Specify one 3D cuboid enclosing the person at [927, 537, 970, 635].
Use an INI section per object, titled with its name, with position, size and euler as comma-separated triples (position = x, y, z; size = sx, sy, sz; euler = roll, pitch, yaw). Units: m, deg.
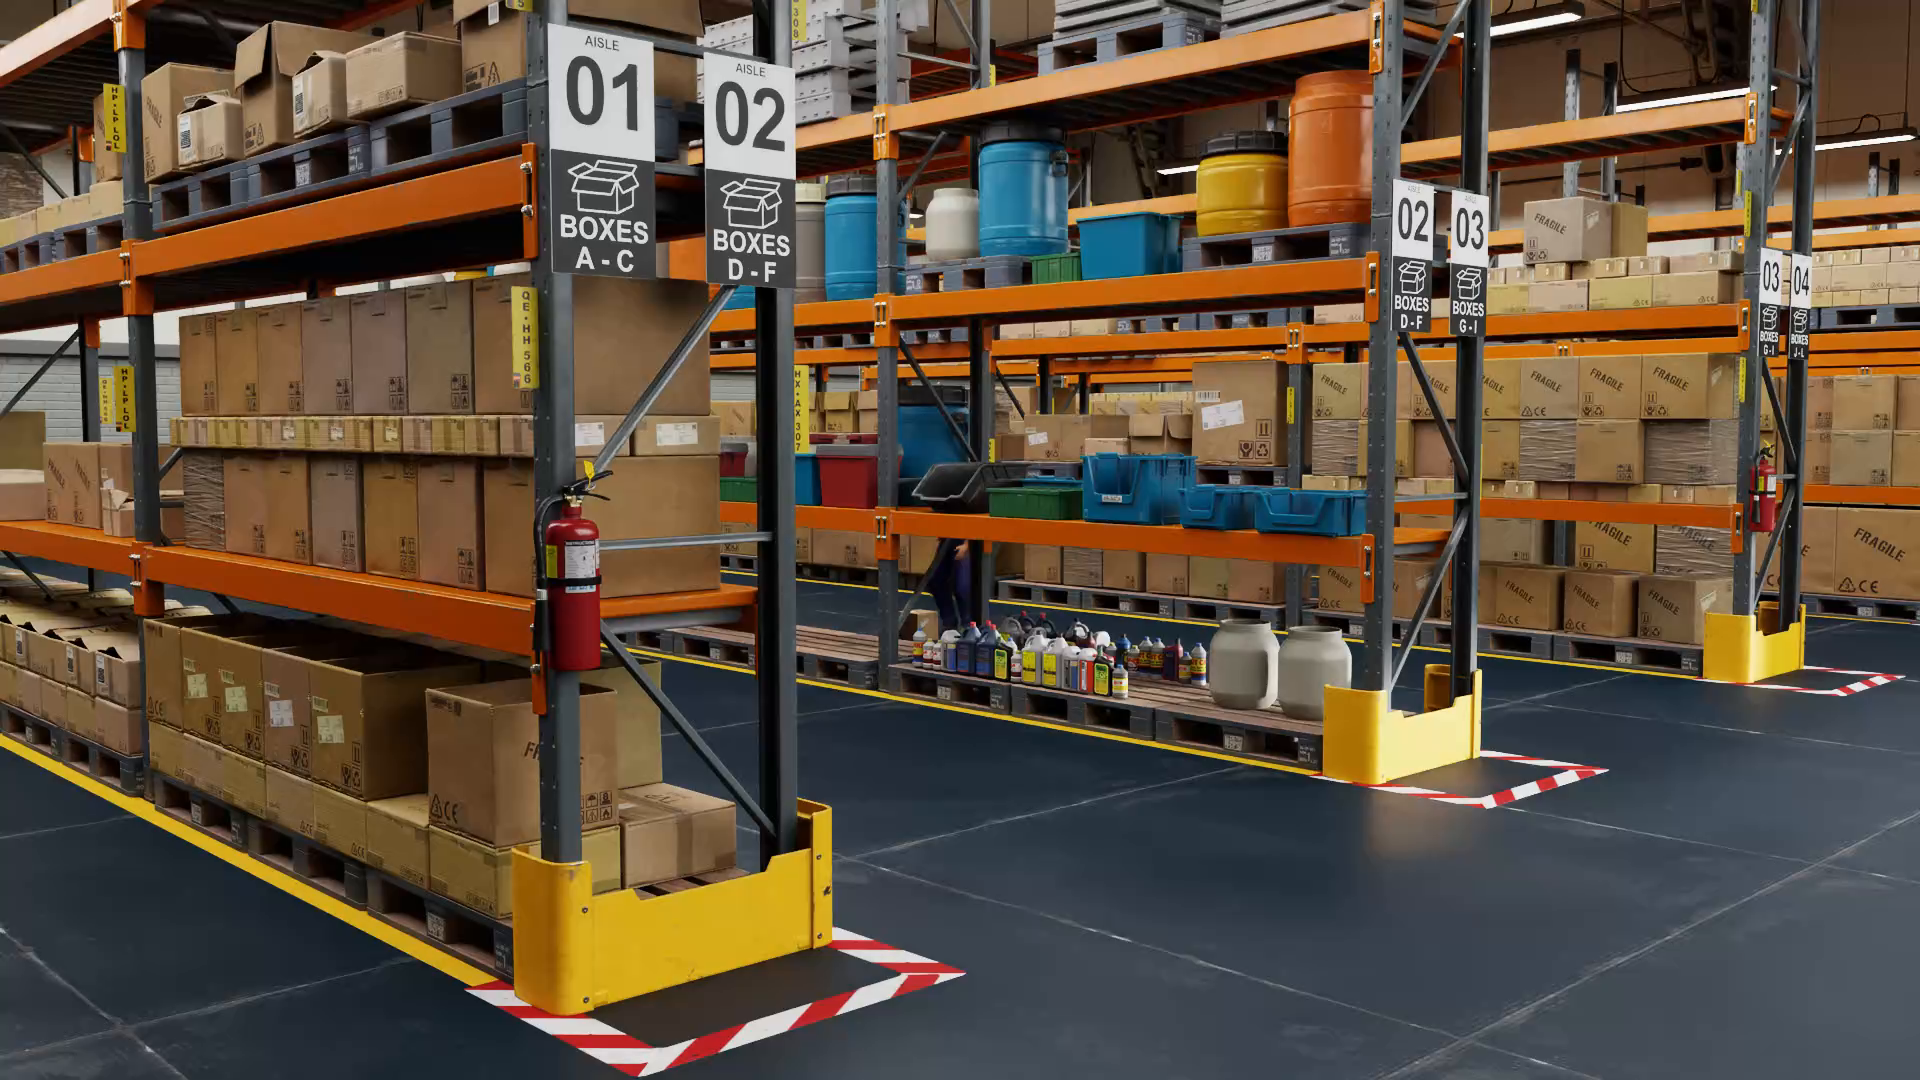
[person]
position = -0.023, 0.107, 15.034
size = 0.485, 1.534, 0.508
euler = -4, 5, -43
